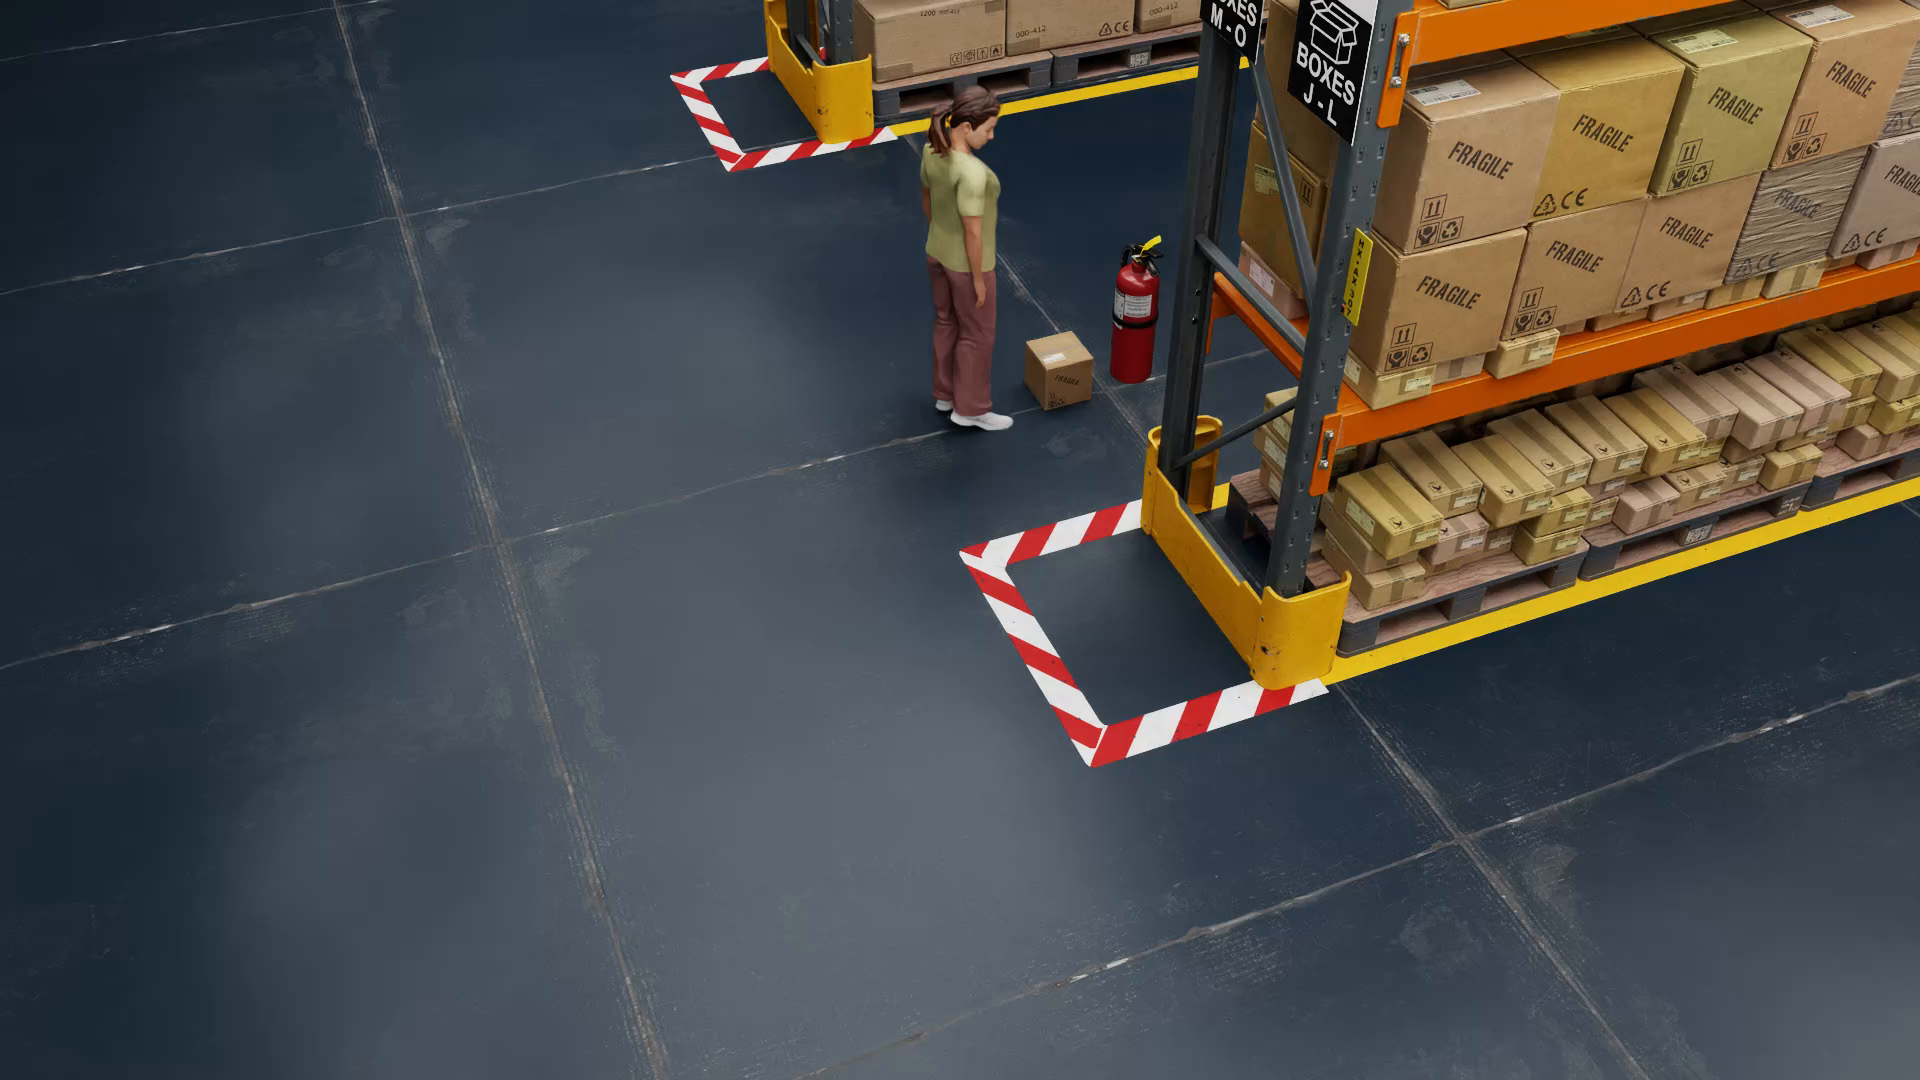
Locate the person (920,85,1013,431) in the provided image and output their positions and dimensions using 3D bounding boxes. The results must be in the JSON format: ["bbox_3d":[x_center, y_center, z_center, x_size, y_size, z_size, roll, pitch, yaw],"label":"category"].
[{"bbox_3d":[-0.001,-1.263,7.570,0.334,1.706,0.534,-27,49,-27],"label":"person"}]
